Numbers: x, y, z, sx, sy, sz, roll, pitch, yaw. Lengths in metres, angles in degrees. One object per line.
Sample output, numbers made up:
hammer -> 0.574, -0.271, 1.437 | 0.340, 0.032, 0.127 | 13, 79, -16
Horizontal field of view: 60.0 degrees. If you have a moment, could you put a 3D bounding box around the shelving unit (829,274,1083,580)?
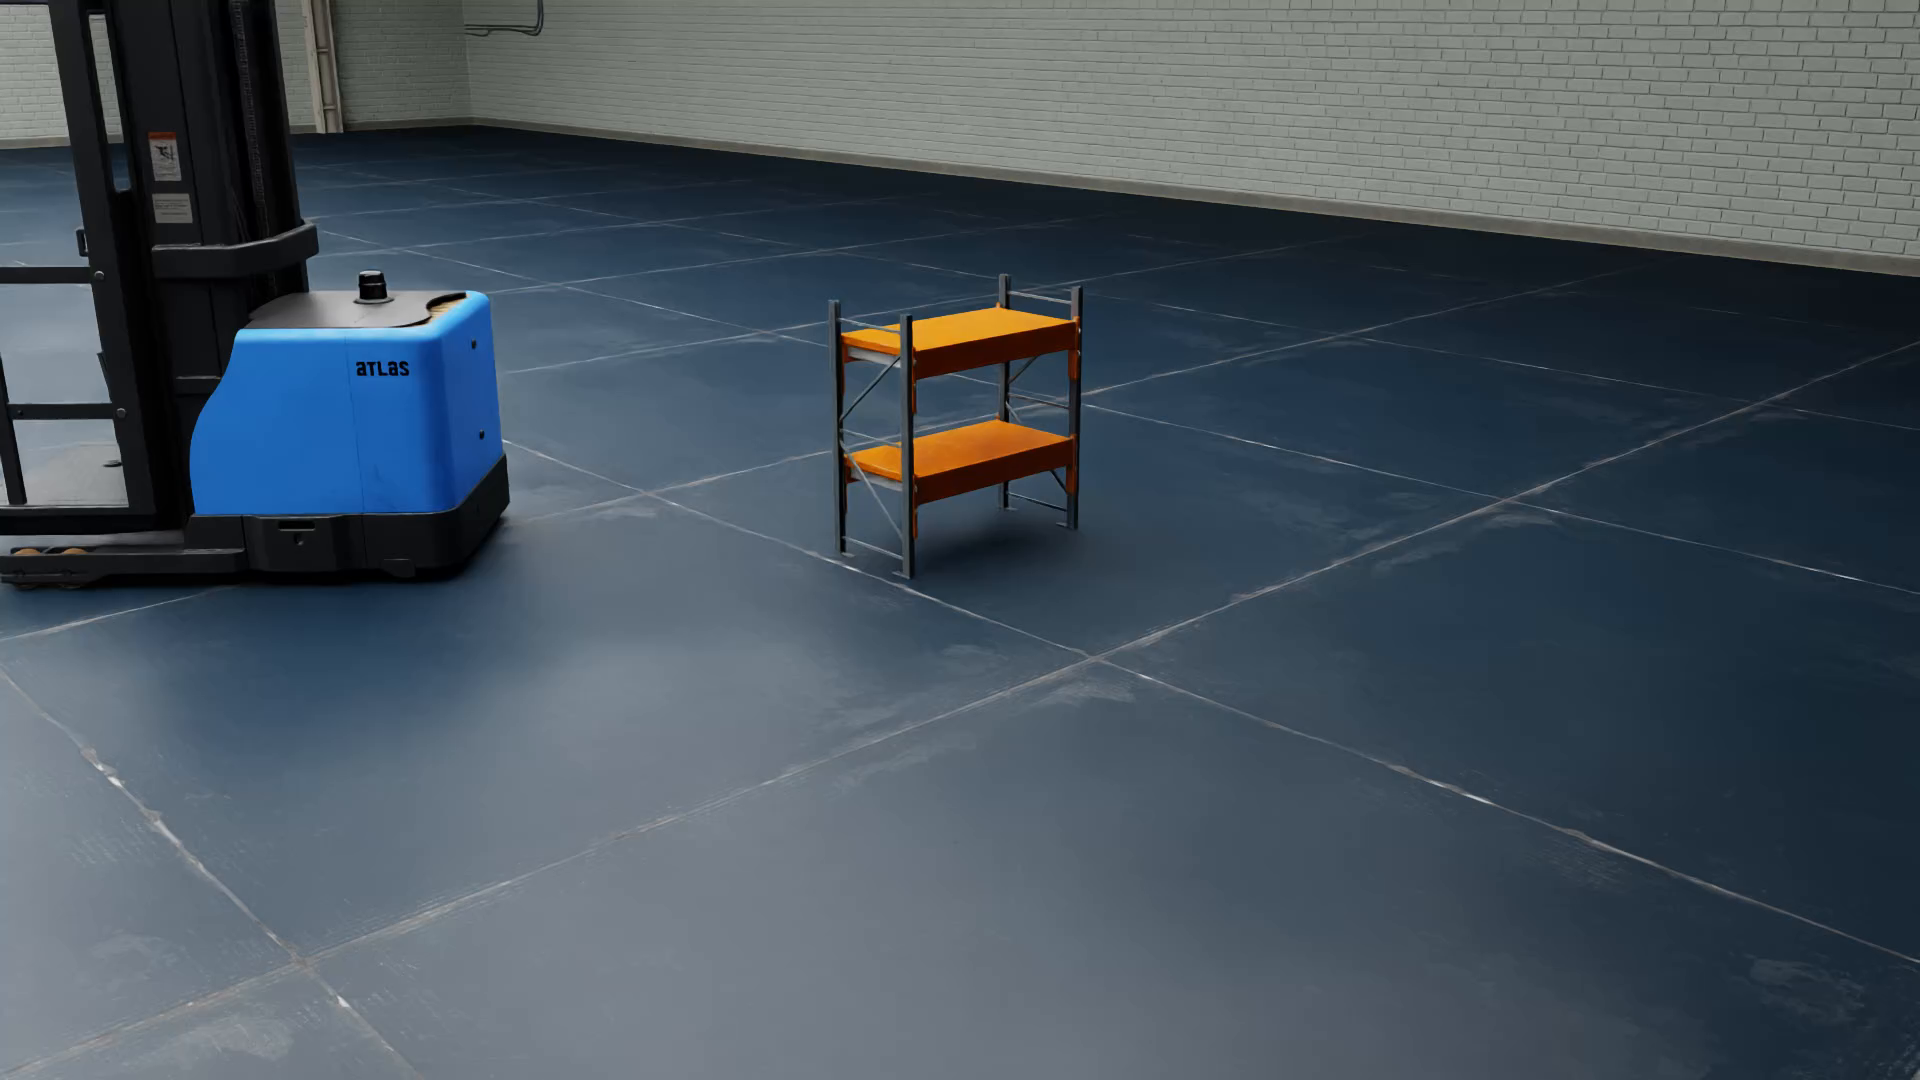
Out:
shelving unit -> -0.005, -0.534, 7.378 | 1.048, 1.125, 0.538 | -16, 24, -41

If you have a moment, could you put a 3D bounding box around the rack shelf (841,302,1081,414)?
rack shelf -> -0.005, -0.812, 7.288 | 1.000, 0.278, 0.538 | -16, 24, -41

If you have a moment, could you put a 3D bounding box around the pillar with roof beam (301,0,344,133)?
pillar with roof beam -> -8.772, -10.905, 26.600 | 0.400, 9.000, 9.100 | -16, 24, -41

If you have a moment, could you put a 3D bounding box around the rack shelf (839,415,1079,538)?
rack shelf -> -0.005, -0.301, 7.454 | 1.000, 0.278, 0.538 | -16, 24, -41

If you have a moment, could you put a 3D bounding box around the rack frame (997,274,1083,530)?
rack frame -> 0.364, -0.641, 7.711 | 0.032, 1.125, 0.500 | -16, 24, -41

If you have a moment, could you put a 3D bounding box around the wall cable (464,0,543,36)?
wall cable -> -8.681, -10.721, 31.066 | 0.112, 2.526, 3.097 | -16, 24, -41

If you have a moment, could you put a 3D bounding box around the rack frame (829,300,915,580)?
rack frame -> -0.374, -0.426, 7.046 | 0.032, 1.125, 0.500 | -16, 24, -41

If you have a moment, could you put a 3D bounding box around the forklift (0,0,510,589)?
forklift -> -3.628, -1.355, 6.983 | 3.031, 2.935, 1.130 | -1, 18, -2
